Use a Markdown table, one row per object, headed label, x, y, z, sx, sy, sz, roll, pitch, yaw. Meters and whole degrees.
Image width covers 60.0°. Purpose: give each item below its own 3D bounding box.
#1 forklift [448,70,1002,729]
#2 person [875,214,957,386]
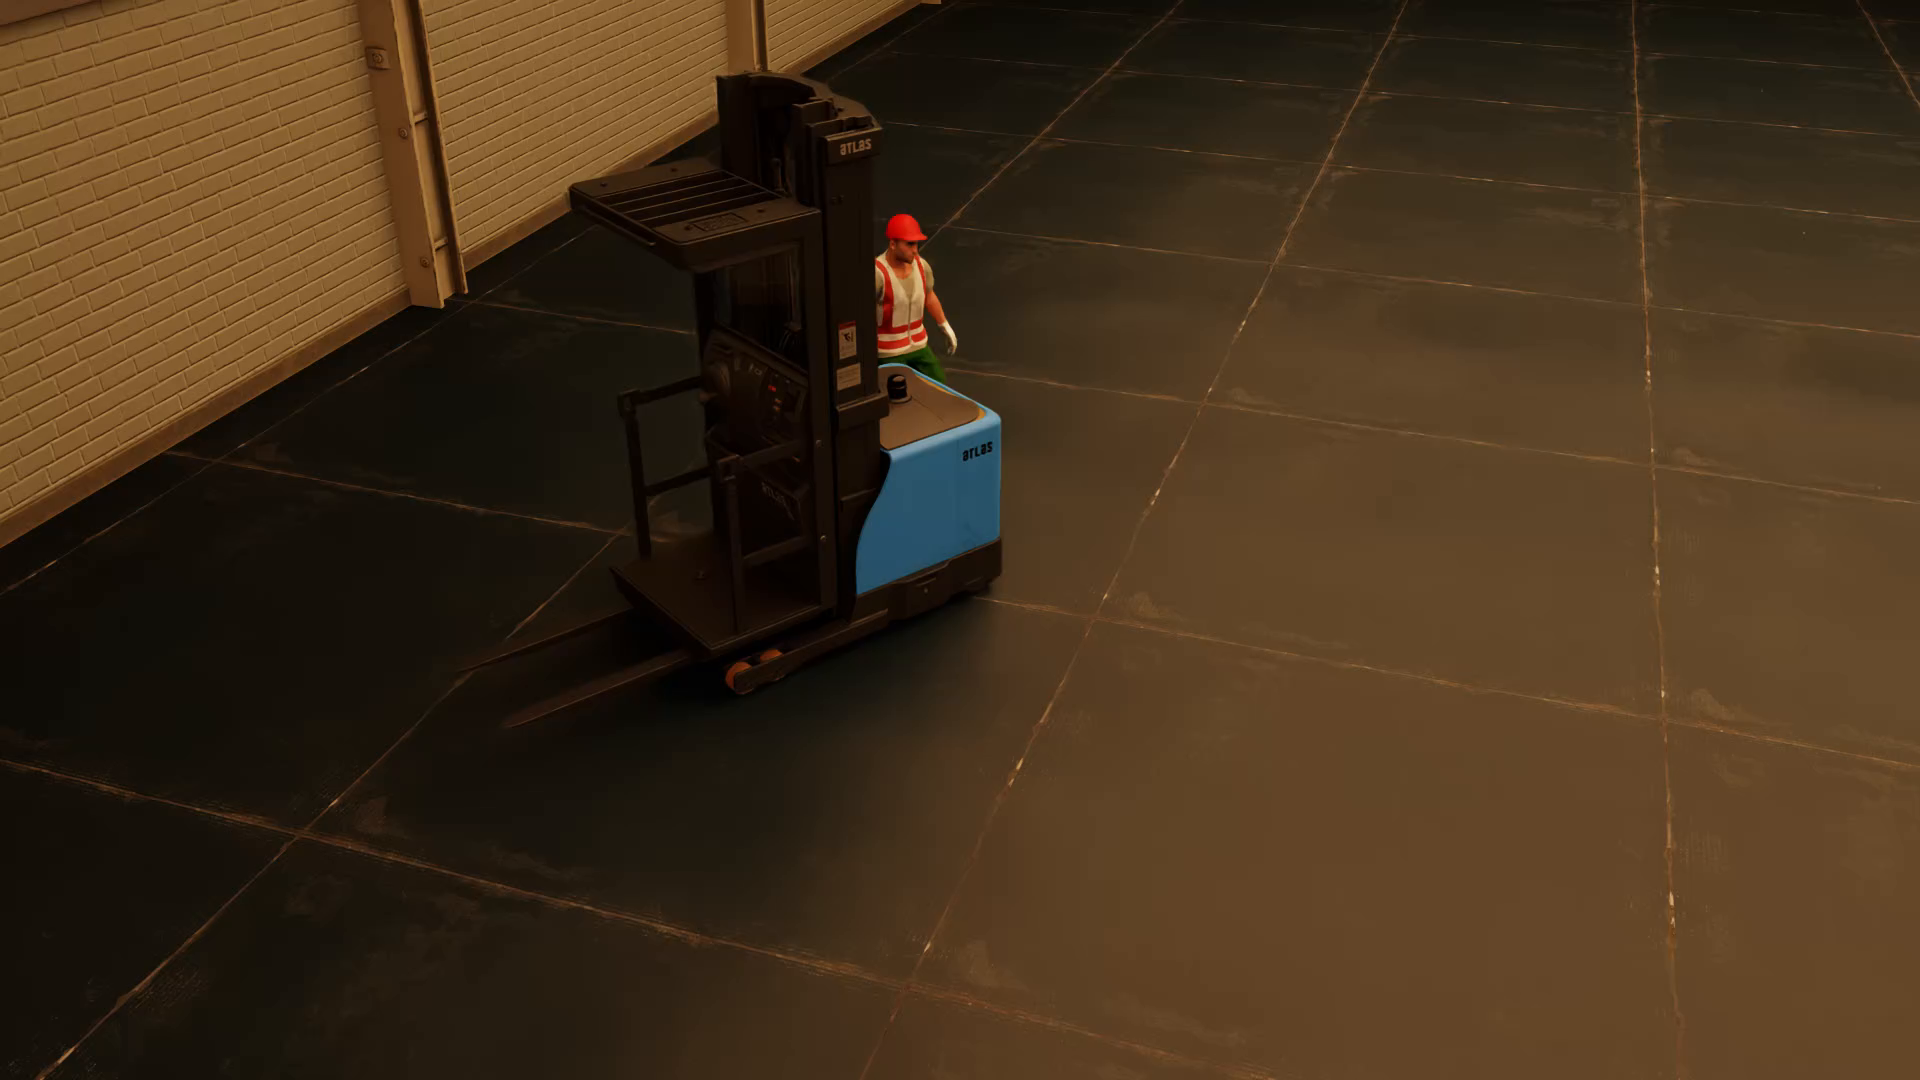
| label | x | y | z | sx | sy | sz | roll | pitch | yaw |
| --- | --- | --- | --- | --- | --- | --- | --- | --- | --- |
| forklift | -1.226 | -0.763 | 8.475 | 3.031 | 2.935 | 1.130 | -22 | 36 | -33 |
| person | -0.359 | -1.197 | 10.435 | 0.815 | 1.754 | 0.398 | -24 | 38 | -36 |
